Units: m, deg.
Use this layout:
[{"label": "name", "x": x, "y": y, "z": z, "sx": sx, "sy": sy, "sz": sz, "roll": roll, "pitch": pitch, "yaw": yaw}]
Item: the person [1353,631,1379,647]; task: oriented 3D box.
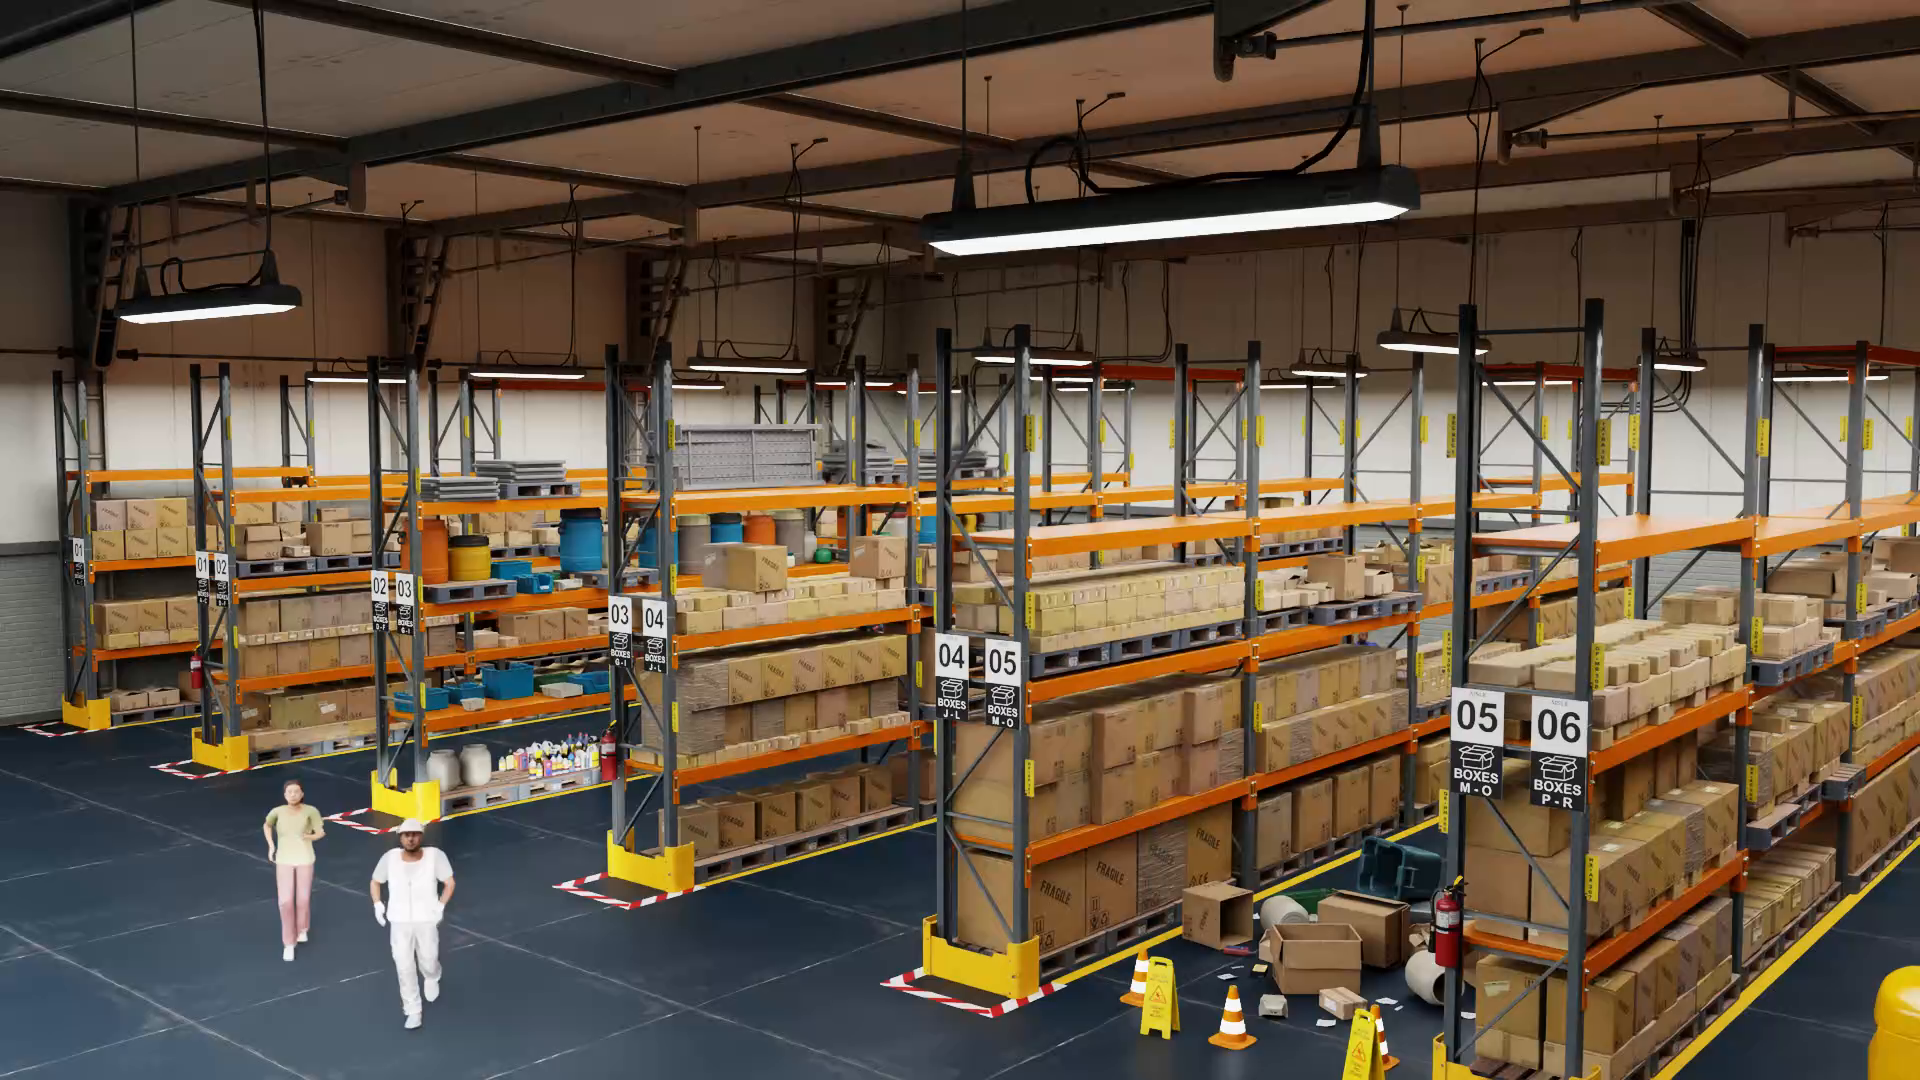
[{"label": "person", "x": 6.832, "y": 2.313, "z": 28.087, "sx": 0.560, "sy": 1.674, "sz": 0.901, "roll": 3, "pitch": 5, "yaw": 36}]

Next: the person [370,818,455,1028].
[{"label": "person", "x": -4.717, "y": 3.251, "z": 14.333, "sx": 0.705, "sy": 1.749, "sz": 0.696, "roll": -1, "pitch": 4, "yaw": -12}]

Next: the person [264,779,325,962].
[{"label": "person", "x": -6.449, "y": 3.169, "z": 16.134, "sx": 0.561, "sy": 1.722, "sz": 0.688, "roll": -2, "pitch": 4, "yaw": -21}]
